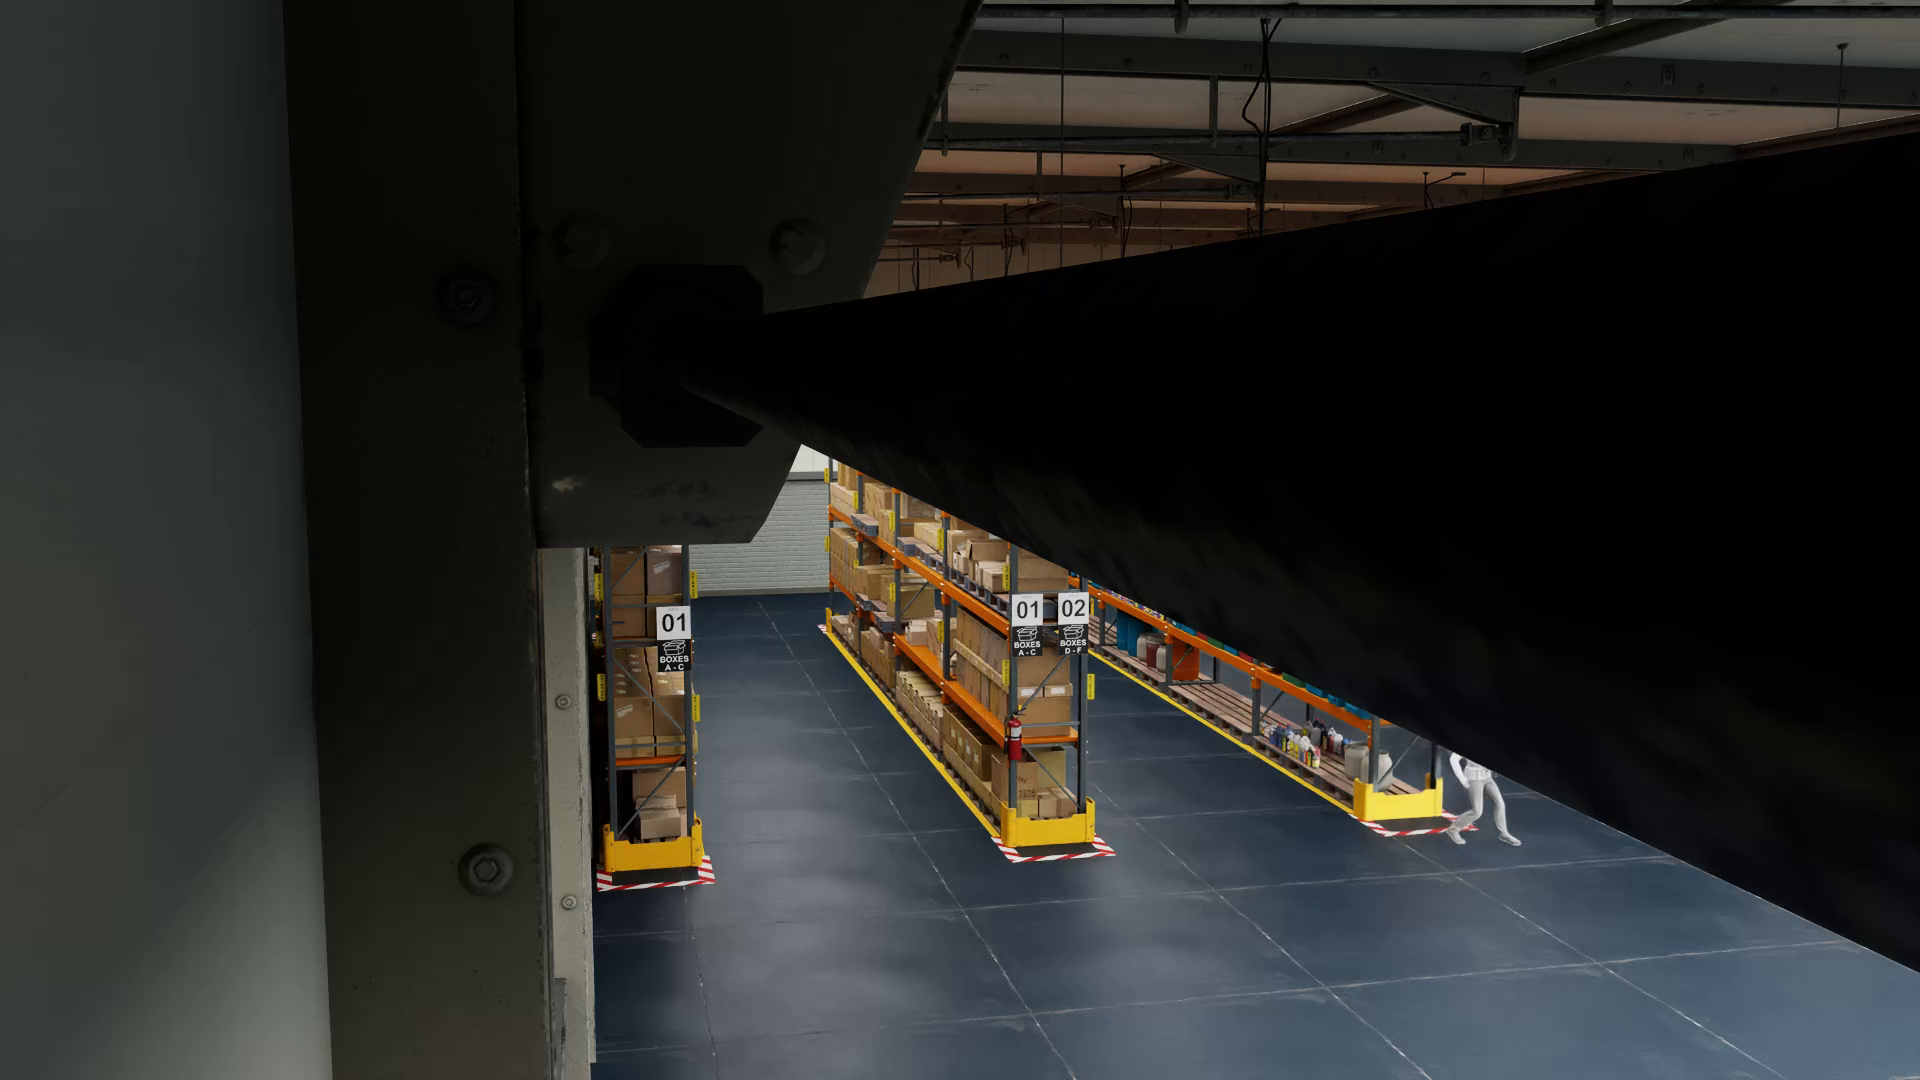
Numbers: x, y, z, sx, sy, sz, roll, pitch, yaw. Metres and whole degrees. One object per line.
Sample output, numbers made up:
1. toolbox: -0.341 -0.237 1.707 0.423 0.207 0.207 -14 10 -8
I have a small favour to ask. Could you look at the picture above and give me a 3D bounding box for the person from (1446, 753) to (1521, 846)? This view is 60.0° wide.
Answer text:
1. person: 6.581 3.024 20.886 0.760 1.660 0.707 -6 9 -41
